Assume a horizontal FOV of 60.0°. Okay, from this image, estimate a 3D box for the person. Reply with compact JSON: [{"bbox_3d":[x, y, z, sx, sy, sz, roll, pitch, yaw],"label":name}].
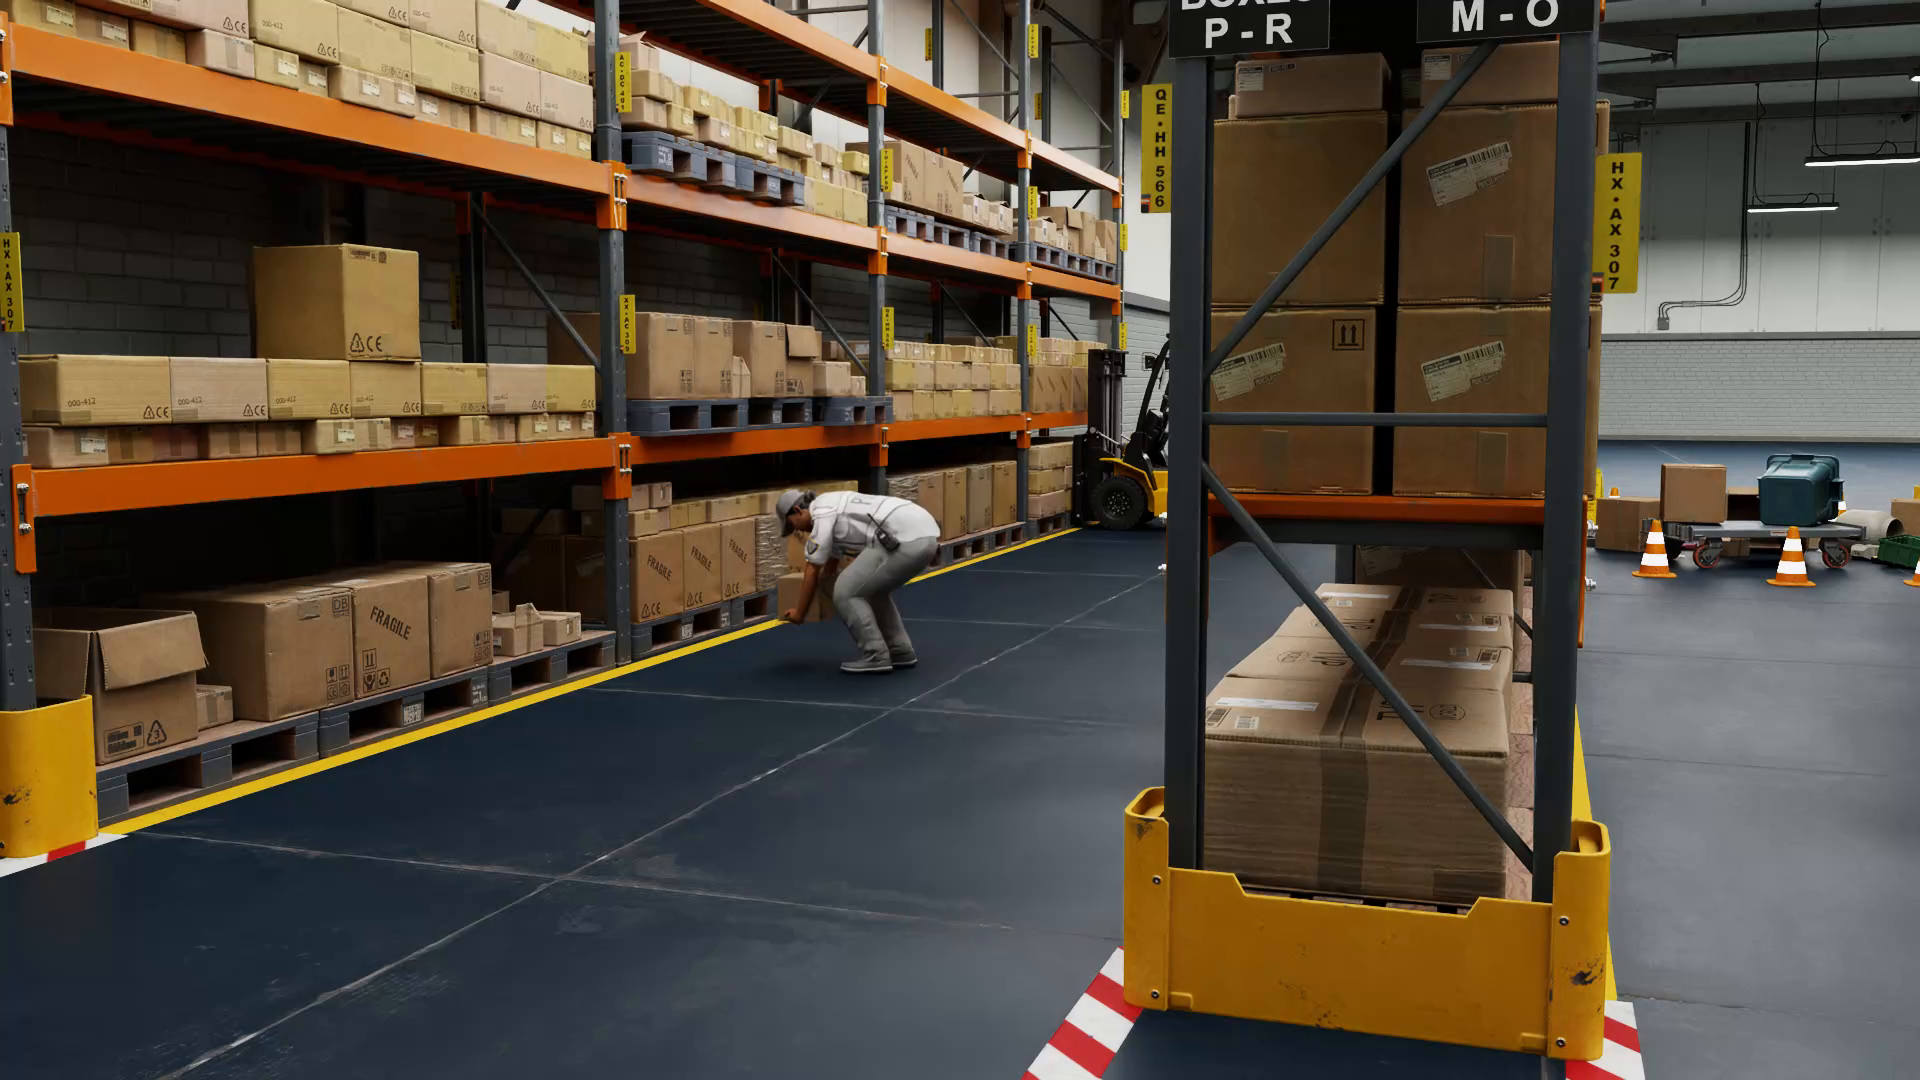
[{"bbox_3d":[-0.581,0.223,9.376,0.938,1.015,0.487,2,6,16],"label":"person"}]
